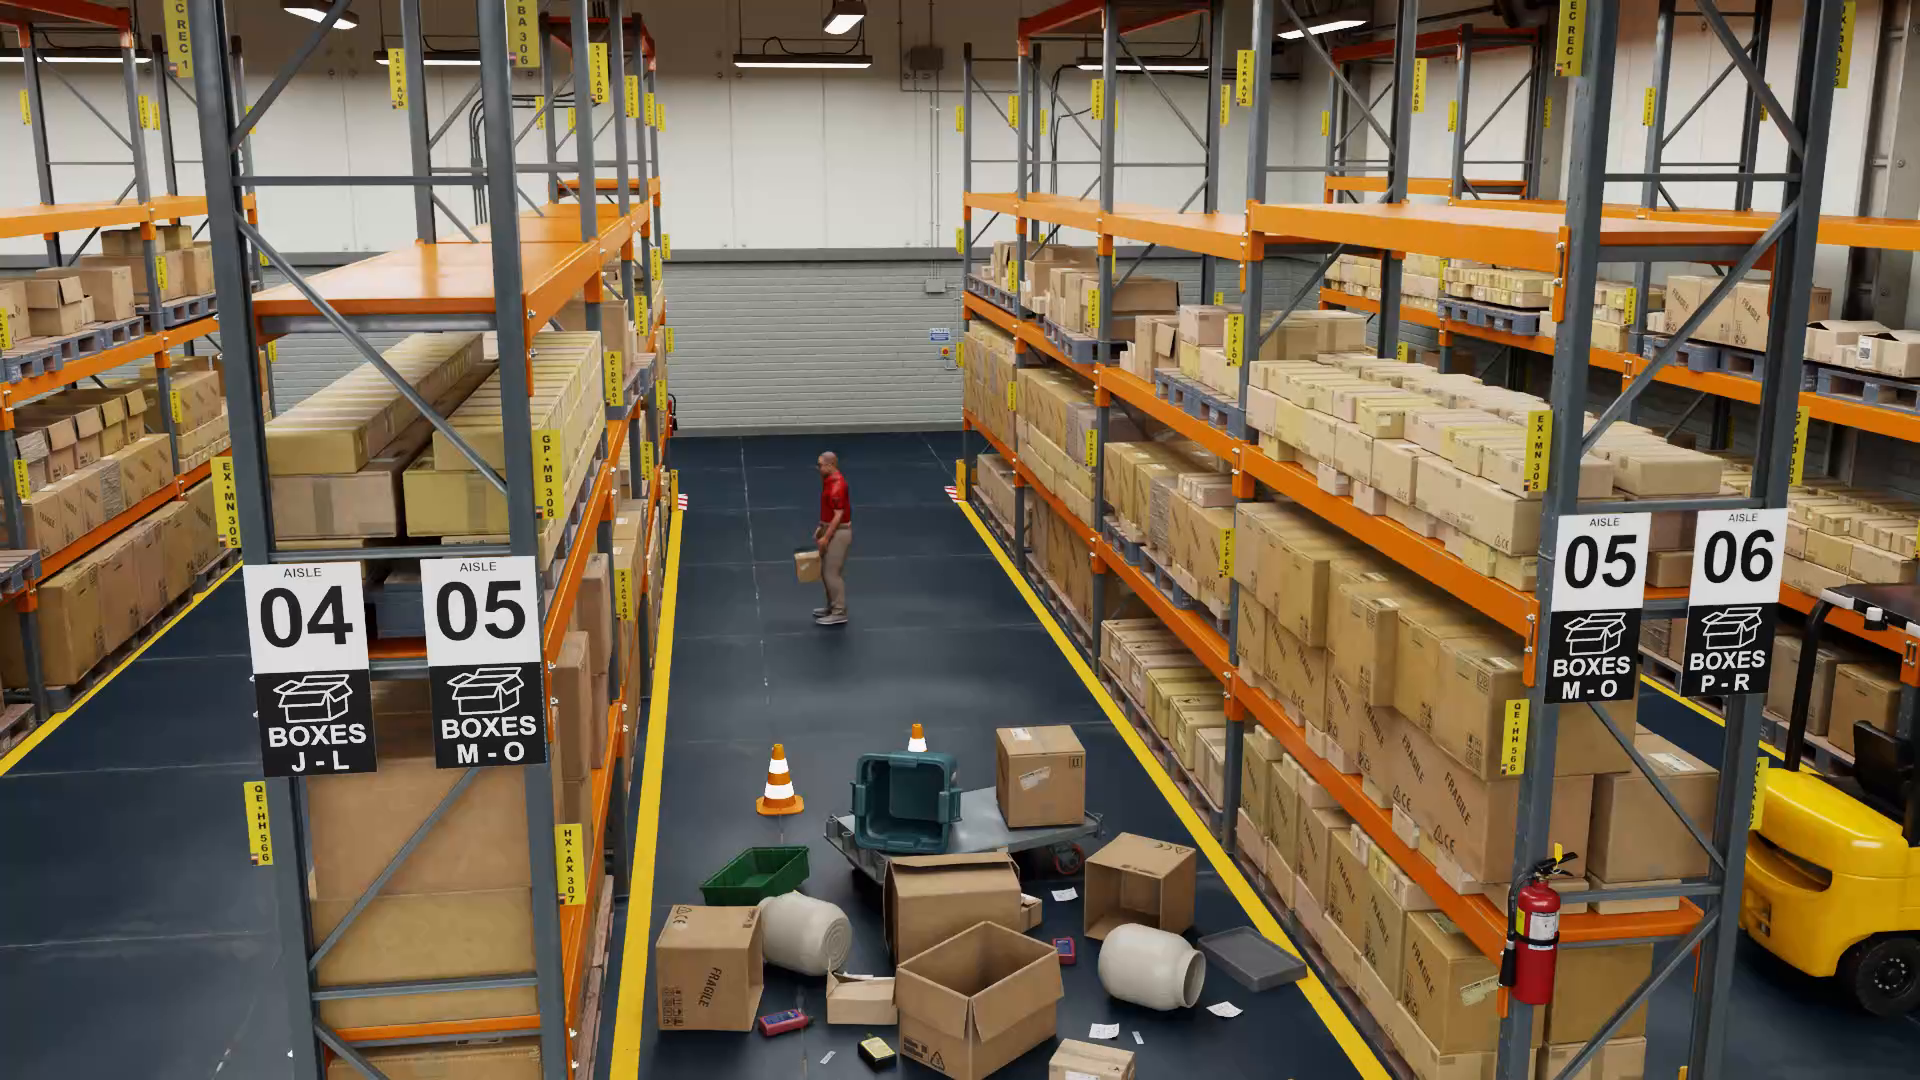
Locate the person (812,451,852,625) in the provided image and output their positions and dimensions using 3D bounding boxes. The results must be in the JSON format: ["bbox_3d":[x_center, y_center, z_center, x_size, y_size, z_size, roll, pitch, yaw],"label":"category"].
[{"bbox_3d":[-1.284,-0.034,16.651,0.392,1.731,0.558,-2,13,-10],"label":"person"}]
